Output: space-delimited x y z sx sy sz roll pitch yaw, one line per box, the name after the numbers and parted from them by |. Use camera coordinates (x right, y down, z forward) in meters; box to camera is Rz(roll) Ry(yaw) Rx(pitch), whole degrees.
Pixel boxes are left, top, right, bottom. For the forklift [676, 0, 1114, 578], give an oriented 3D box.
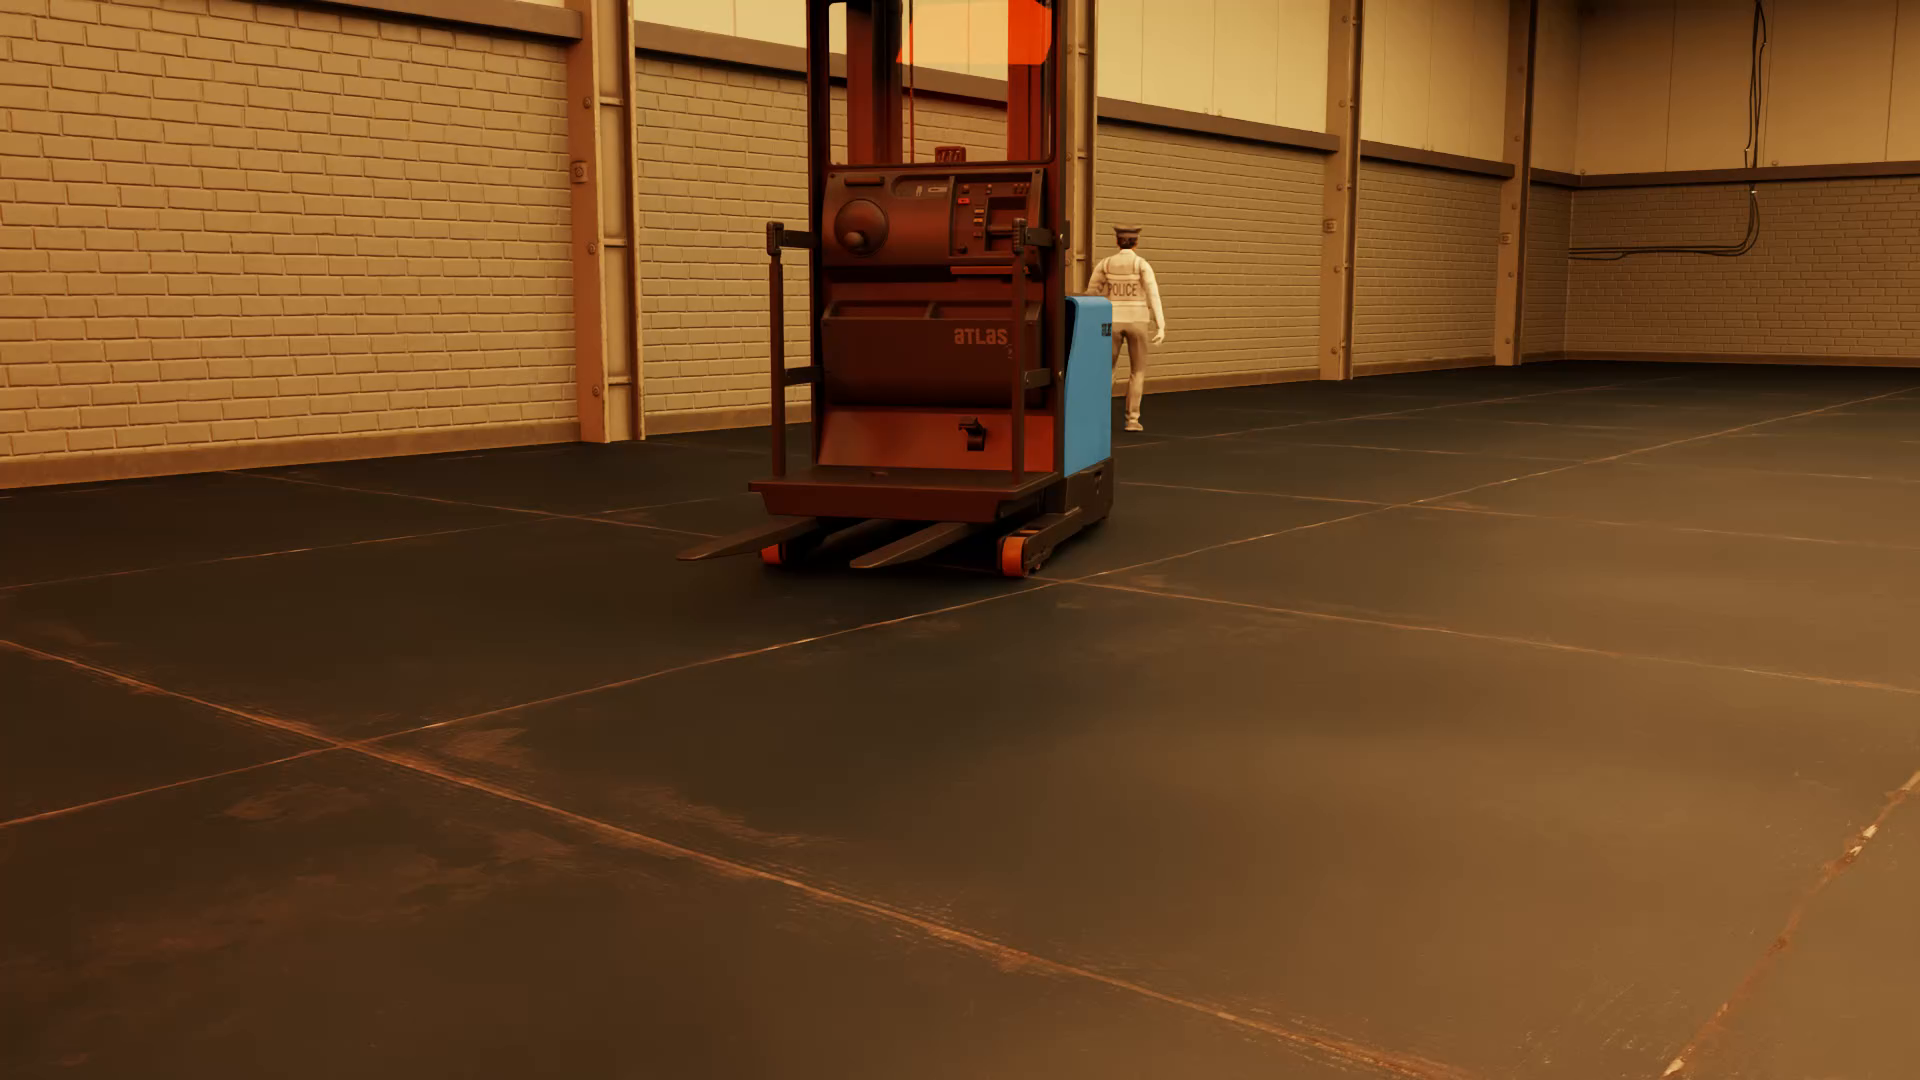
-0.176 -1.366 6.616 1.130 2.935 3.031 3 9 17 | forklift

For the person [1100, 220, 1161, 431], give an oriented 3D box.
1.390 -1.722 13.409 0.499 1.694 0.361 4 9 24 | person
